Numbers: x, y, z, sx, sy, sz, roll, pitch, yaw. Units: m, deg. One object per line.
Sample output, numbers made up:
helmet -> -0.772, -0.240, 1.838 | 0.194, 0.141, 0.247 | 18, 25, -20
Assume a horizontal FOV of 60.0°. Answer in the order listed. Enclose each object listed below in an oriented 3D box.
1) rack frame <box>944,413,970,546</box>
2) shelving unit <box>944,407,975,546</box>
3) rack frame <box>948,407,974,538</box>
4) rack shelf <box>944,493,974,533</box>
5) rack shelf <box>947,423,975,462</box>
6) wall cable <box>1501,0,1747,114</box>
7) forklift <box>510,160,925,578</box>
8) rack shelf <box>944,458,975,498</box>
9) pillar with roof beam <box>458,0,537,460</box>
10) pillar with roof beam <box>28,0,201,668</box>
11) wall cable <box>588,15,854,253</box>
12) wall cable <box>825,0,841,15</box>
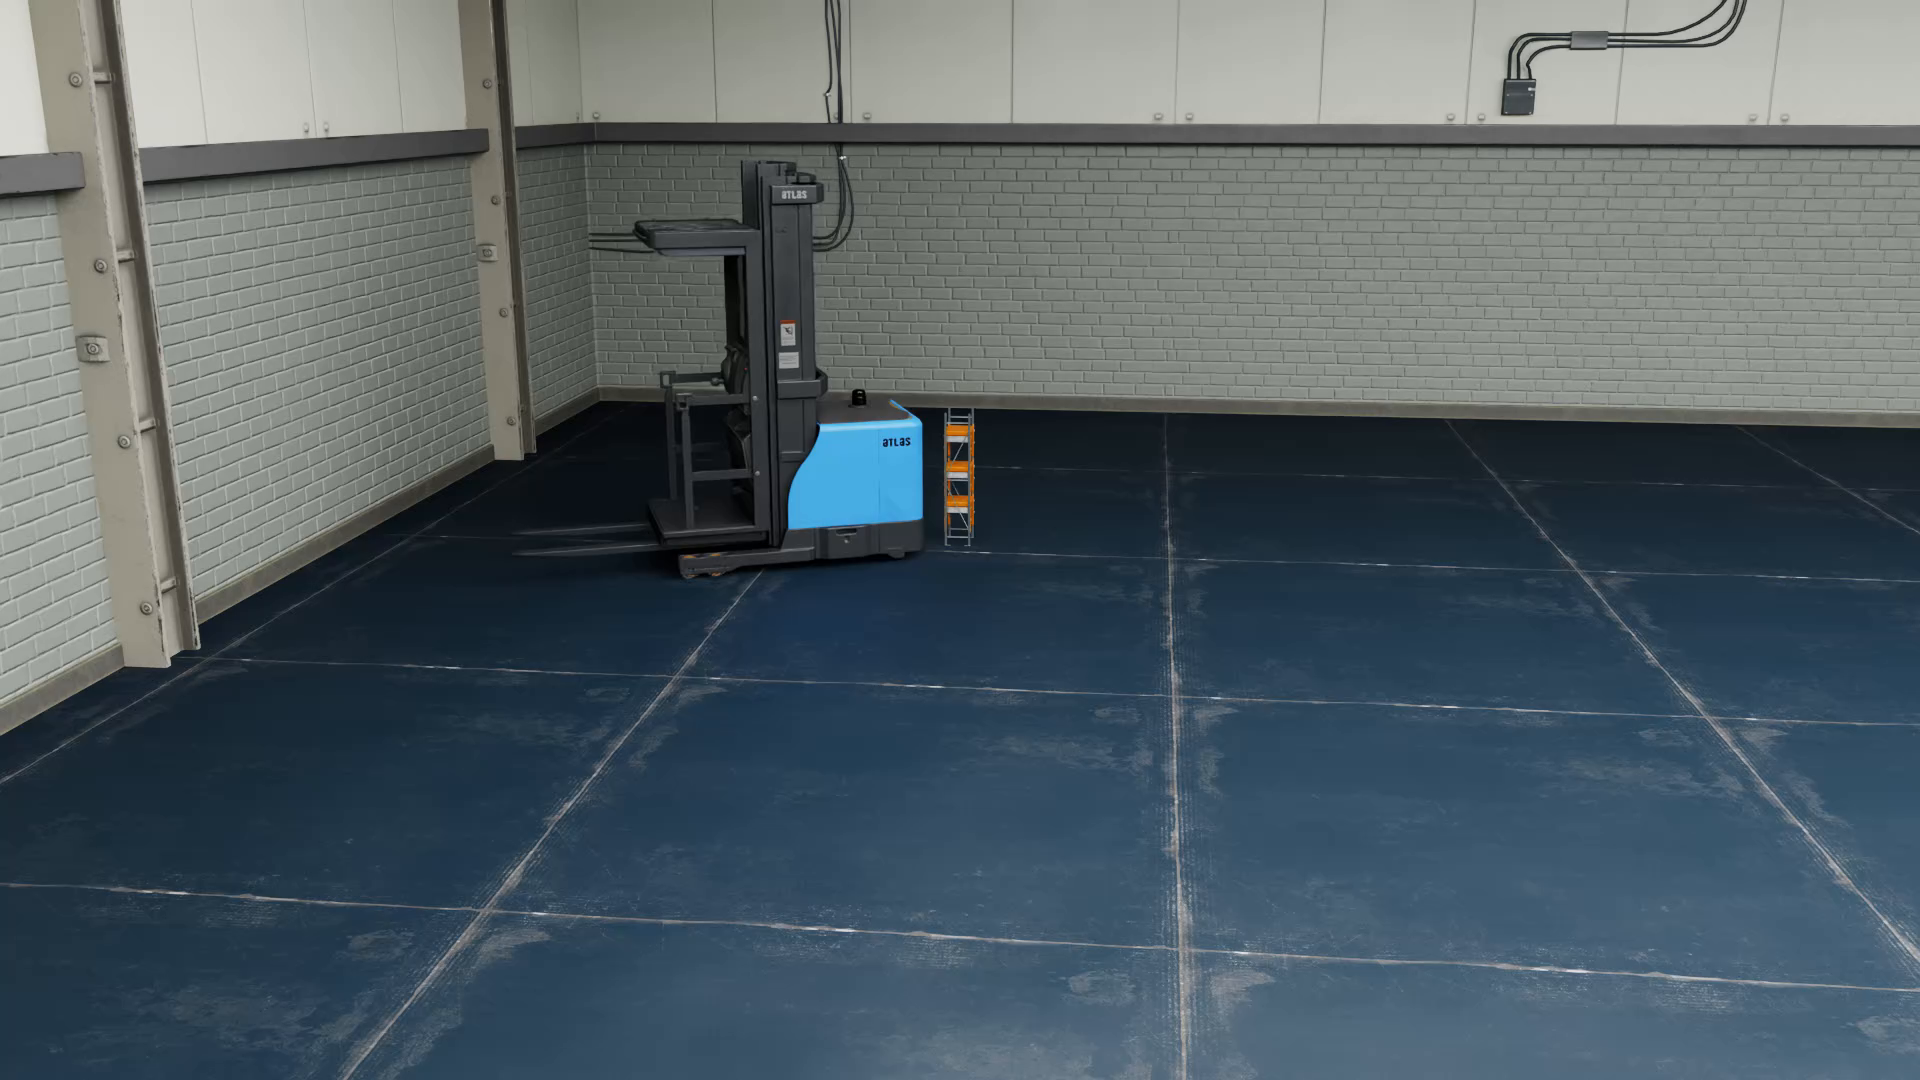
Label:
rack frame -> -0.020, -0.461, 12.857 | 0.200, 1.050, 0.008 | 2, 15, 6
shelving unit -> -0.006, -0.493, 12.974 | 0.215, 1.050, 0.252 | 2, 15, 6
rack frame -> 0.008, -0.525, 13.091 | 0.200, 1.050, 0.008 | 2, 15, 6
rack shelf -> -0.006, -0.214, 13.049 | 0.215, 0.259, 0.240 | 2, 15, 6
rack shelf -> -0.006, -0.757, 12.902 | 0.215, 0.259, 0.240 | 2, 15, 6
wall cable -> 6.732, -7.251, 16.223 | 2.305, 6.003, 0.169 | 2, 15, 6
forklift -> -1.843, -1.288, 12.310 | 3.031, 2.935, 1.130 | -4, 16, -16
rack shelf -> -0.006, -0.483, 12.976 | 0.215, 0.259, 0.240 | 2, 15, 6
pillar with roof beam -> -0.068, -5.041, 14.566 | 9.100, 9.000, 0.400 | 2, 15, 6
pillar with roof beam -> -0.745, -3.485, 8.811 | 9.100, 9.000, 0.400 | 2, 15, 6
wall cable -> -2.699, -4.394, 18.122 | 3.097, 2.526, 0.112 | 2, 15, 6
wall cable -> -0.011, -6.752, 17.168 | 3.097, 2.526, 0.112 | 2, 15, 6
